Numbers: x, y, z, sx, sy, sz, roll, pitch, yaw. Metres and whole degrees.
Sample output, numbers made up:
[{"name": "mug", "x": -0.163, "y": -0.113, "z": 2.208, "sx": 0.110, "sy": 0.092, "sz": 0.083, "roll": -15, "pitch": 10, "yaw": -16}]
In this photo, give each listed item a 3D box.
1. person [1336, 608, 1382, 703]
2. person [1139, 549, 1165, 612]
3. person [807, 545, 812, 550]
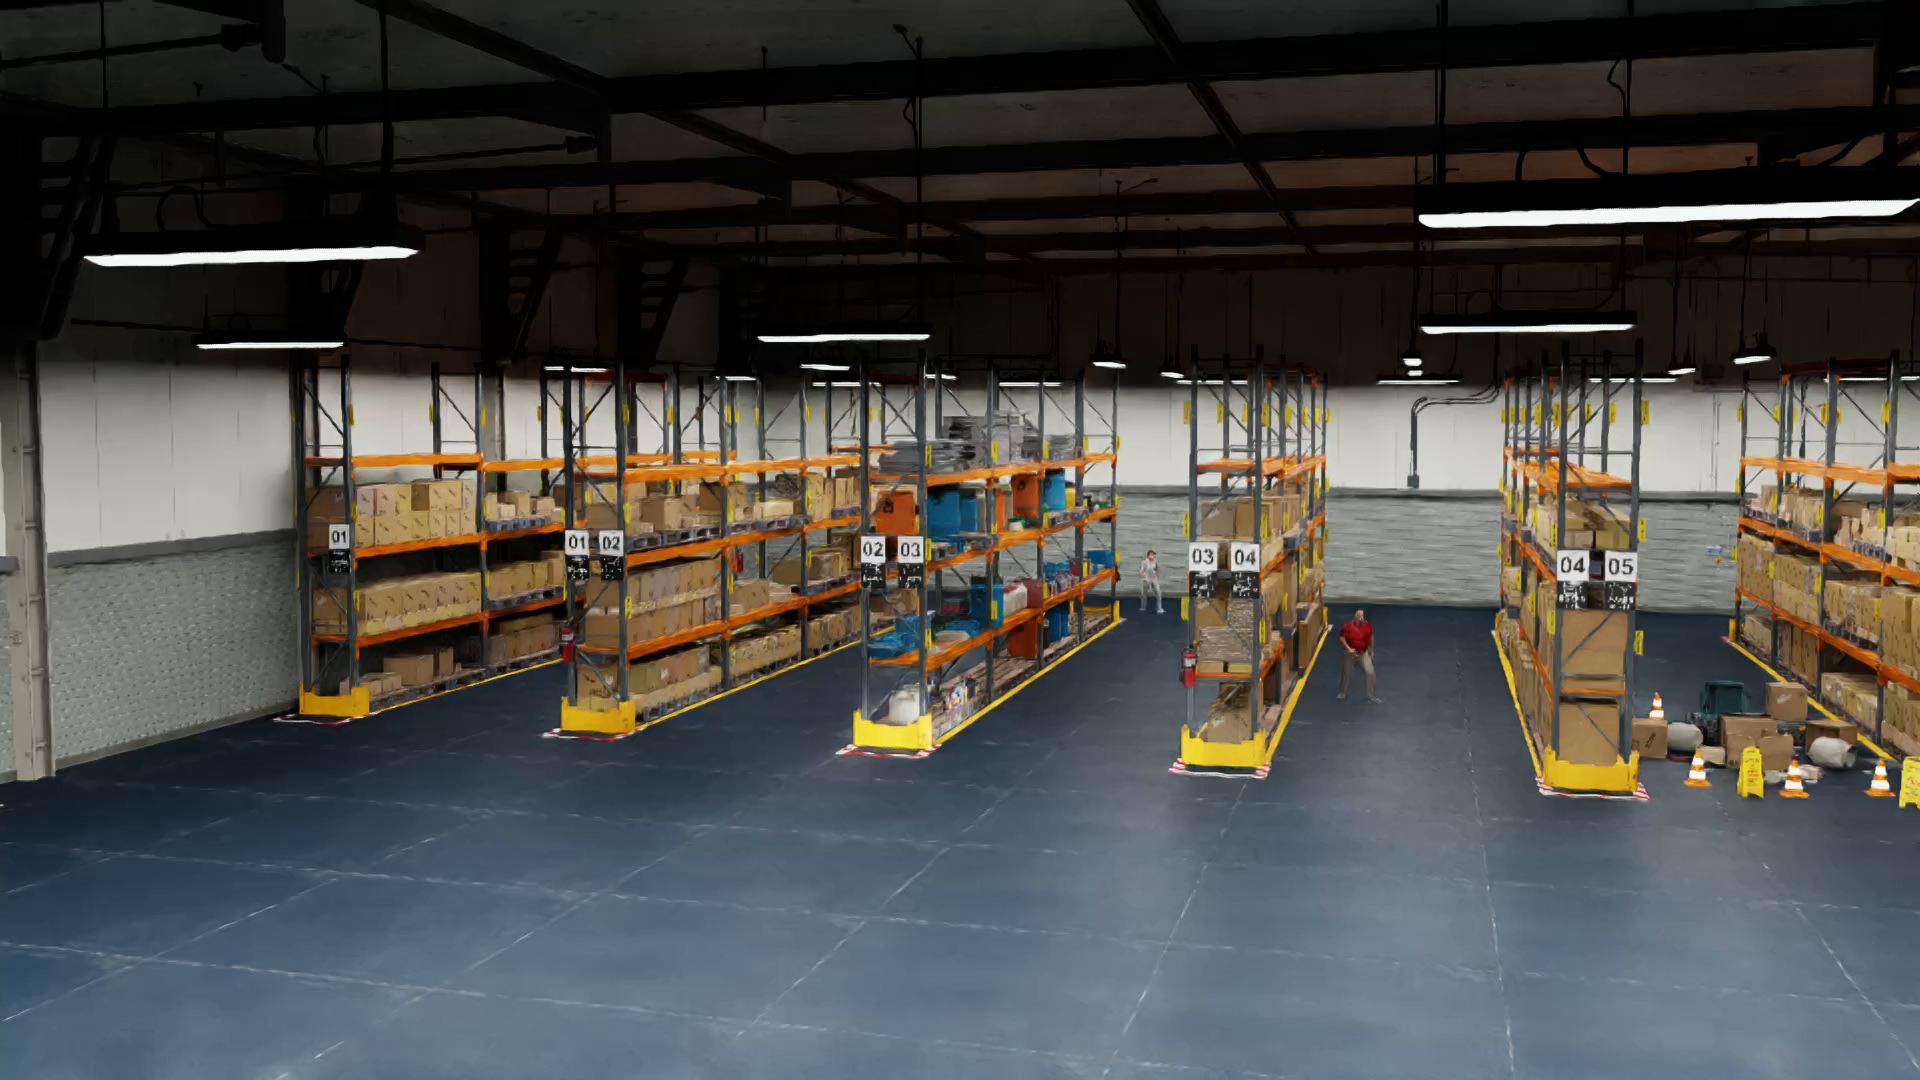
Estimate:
[{"name": "person", "x": 6.932, "y": 1.988, "z": 28.997, "sx": 0.691, "sy": 1.658, "sz": 0.860, "roll": 0, "pitch": 4, "yaw": -1}, {"name": "person", "x": 4.853, "y": 1.029, "z": 42.225, "sx": 0.609, "sy": 1.598, "sz": 0.814, "roll": 0, "pitch": 4, "yaw": -1}, {"name": "person", "x": -4.010, "y": 0.918, "z": 43.613, "sx": 0.482, "sy": 1.586, "sz": 1.086, "roll": 1, "pitch": 5, "yaw": 18}]
